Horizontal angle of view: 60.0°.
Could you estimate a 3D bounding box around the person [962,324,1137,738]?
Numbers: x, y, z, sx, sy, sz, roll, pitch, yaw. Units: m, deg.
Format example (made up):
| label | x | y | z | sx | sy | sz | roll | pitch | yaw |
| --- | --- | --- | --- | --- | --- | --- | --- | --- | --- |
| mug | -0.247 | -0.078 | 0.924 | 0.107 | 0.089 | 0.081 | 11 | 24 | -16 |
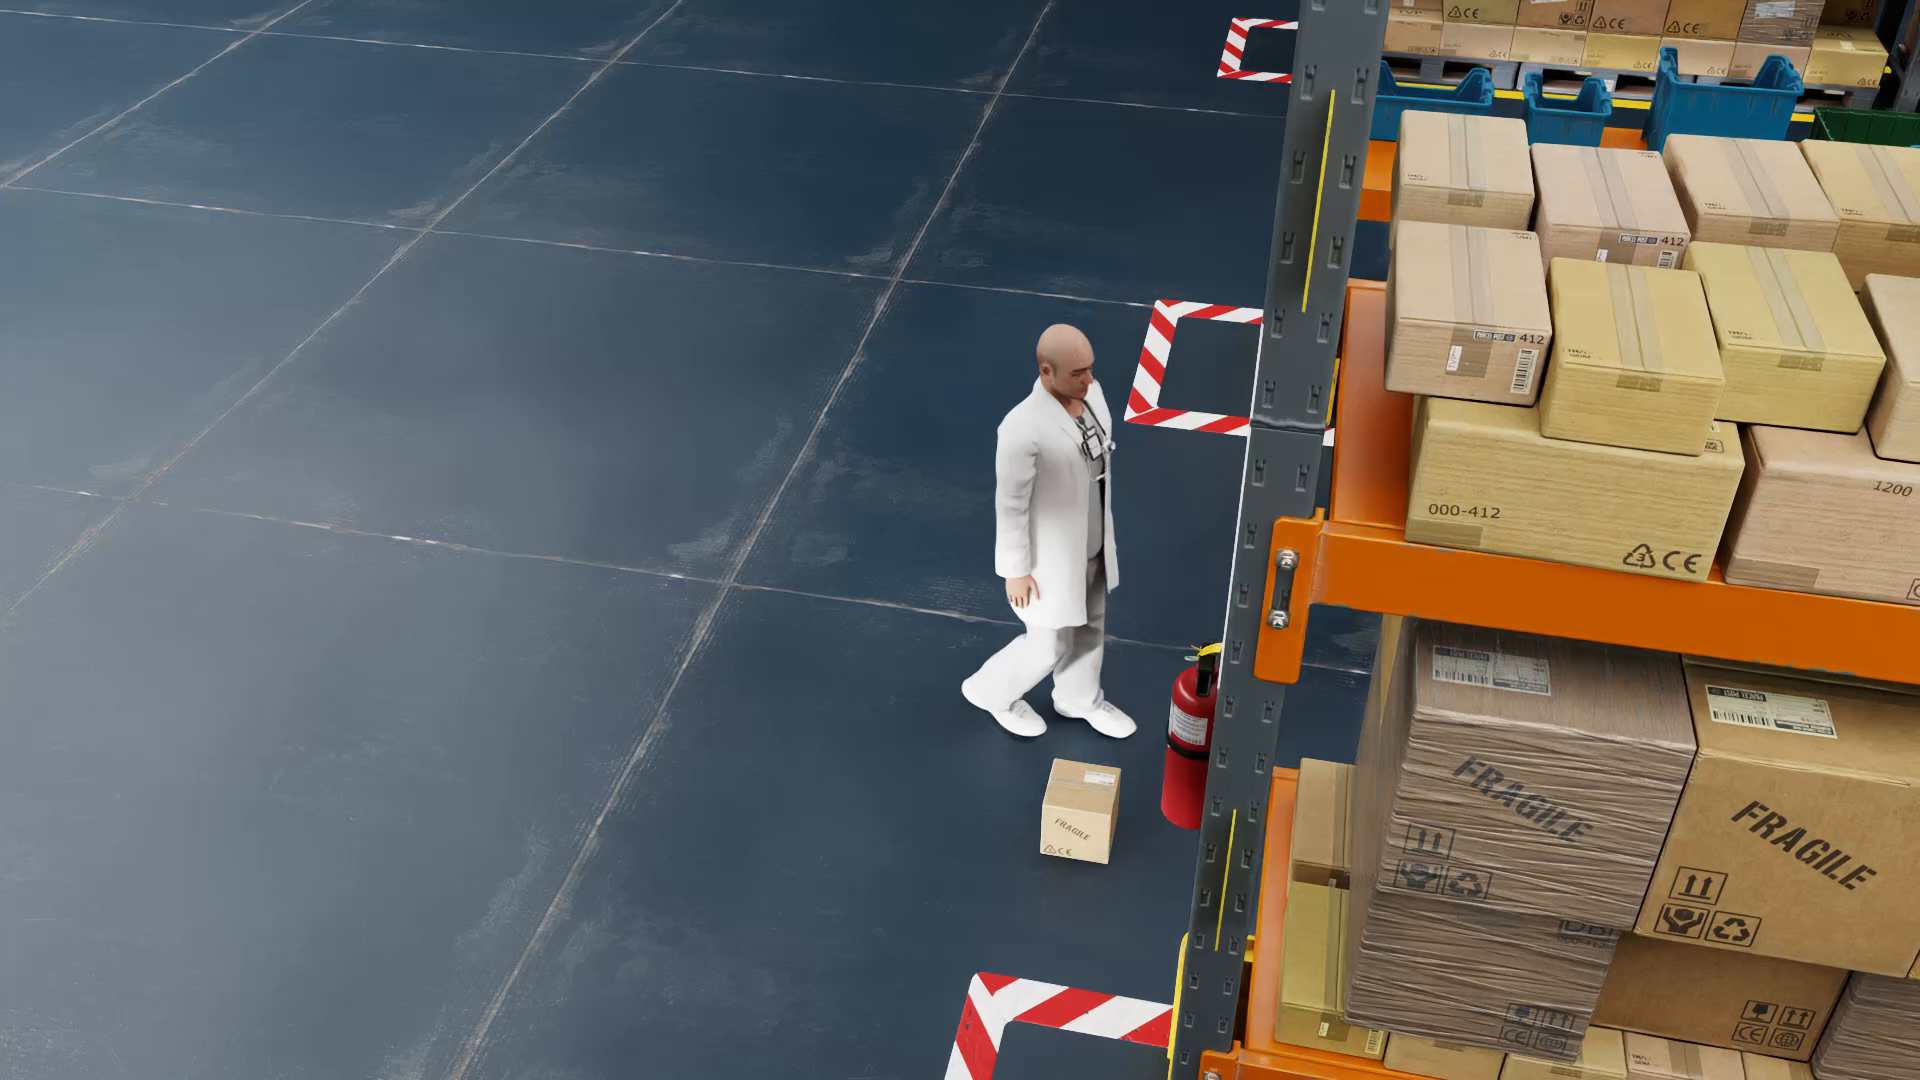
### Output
| label | x | y | z | sx | sy | sz | roll | pitch | yaw |
| --- | --- | --- | --- | --- | --- | --- | --- | --- | --- |
| person | 0.364 | 0.012 | 6.127 | 0.647 | 1.785 | 0.629 | 24 | 43 | 29 |
